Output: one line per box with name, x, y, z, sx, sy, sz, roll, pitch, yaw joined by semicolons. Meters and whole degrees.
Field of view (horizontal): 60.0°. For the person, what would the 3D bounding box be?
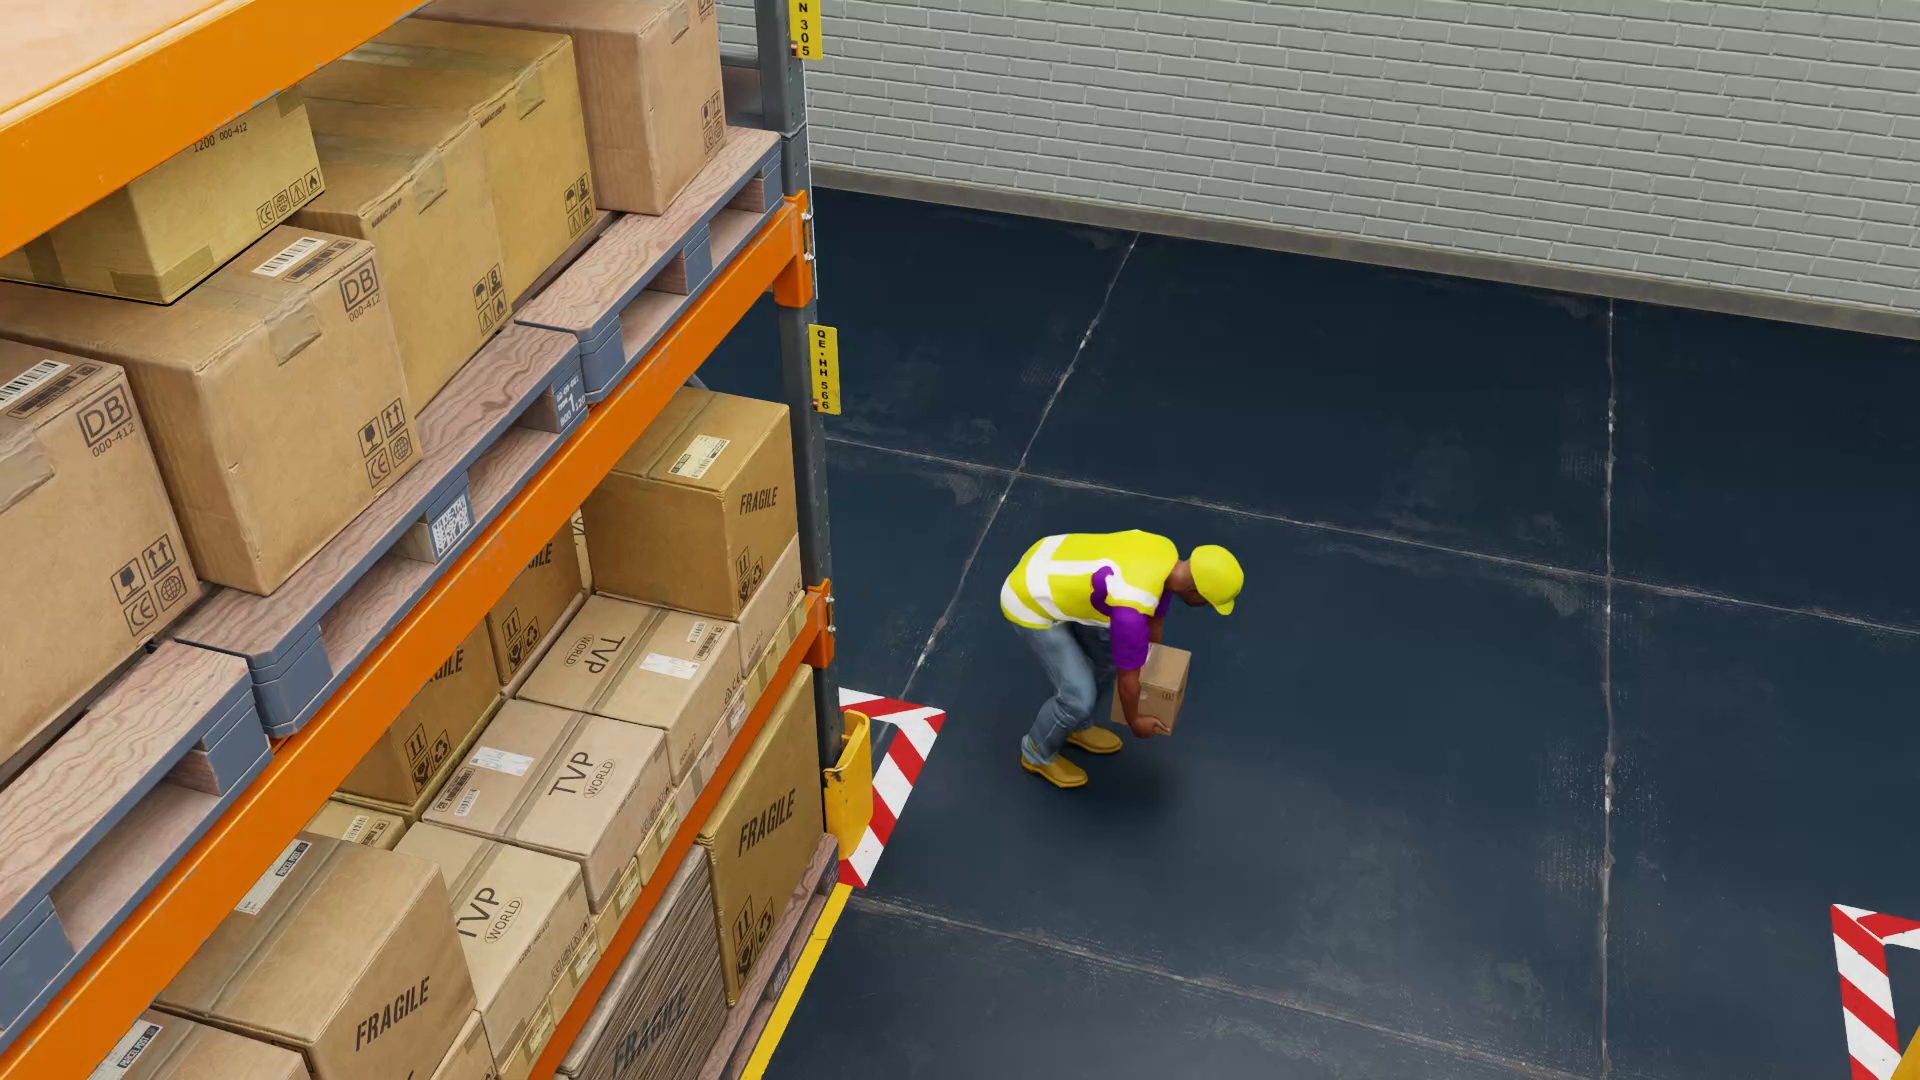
person;0.633;0.452;6.689;0.938;1.258;0.501;16;40;20
